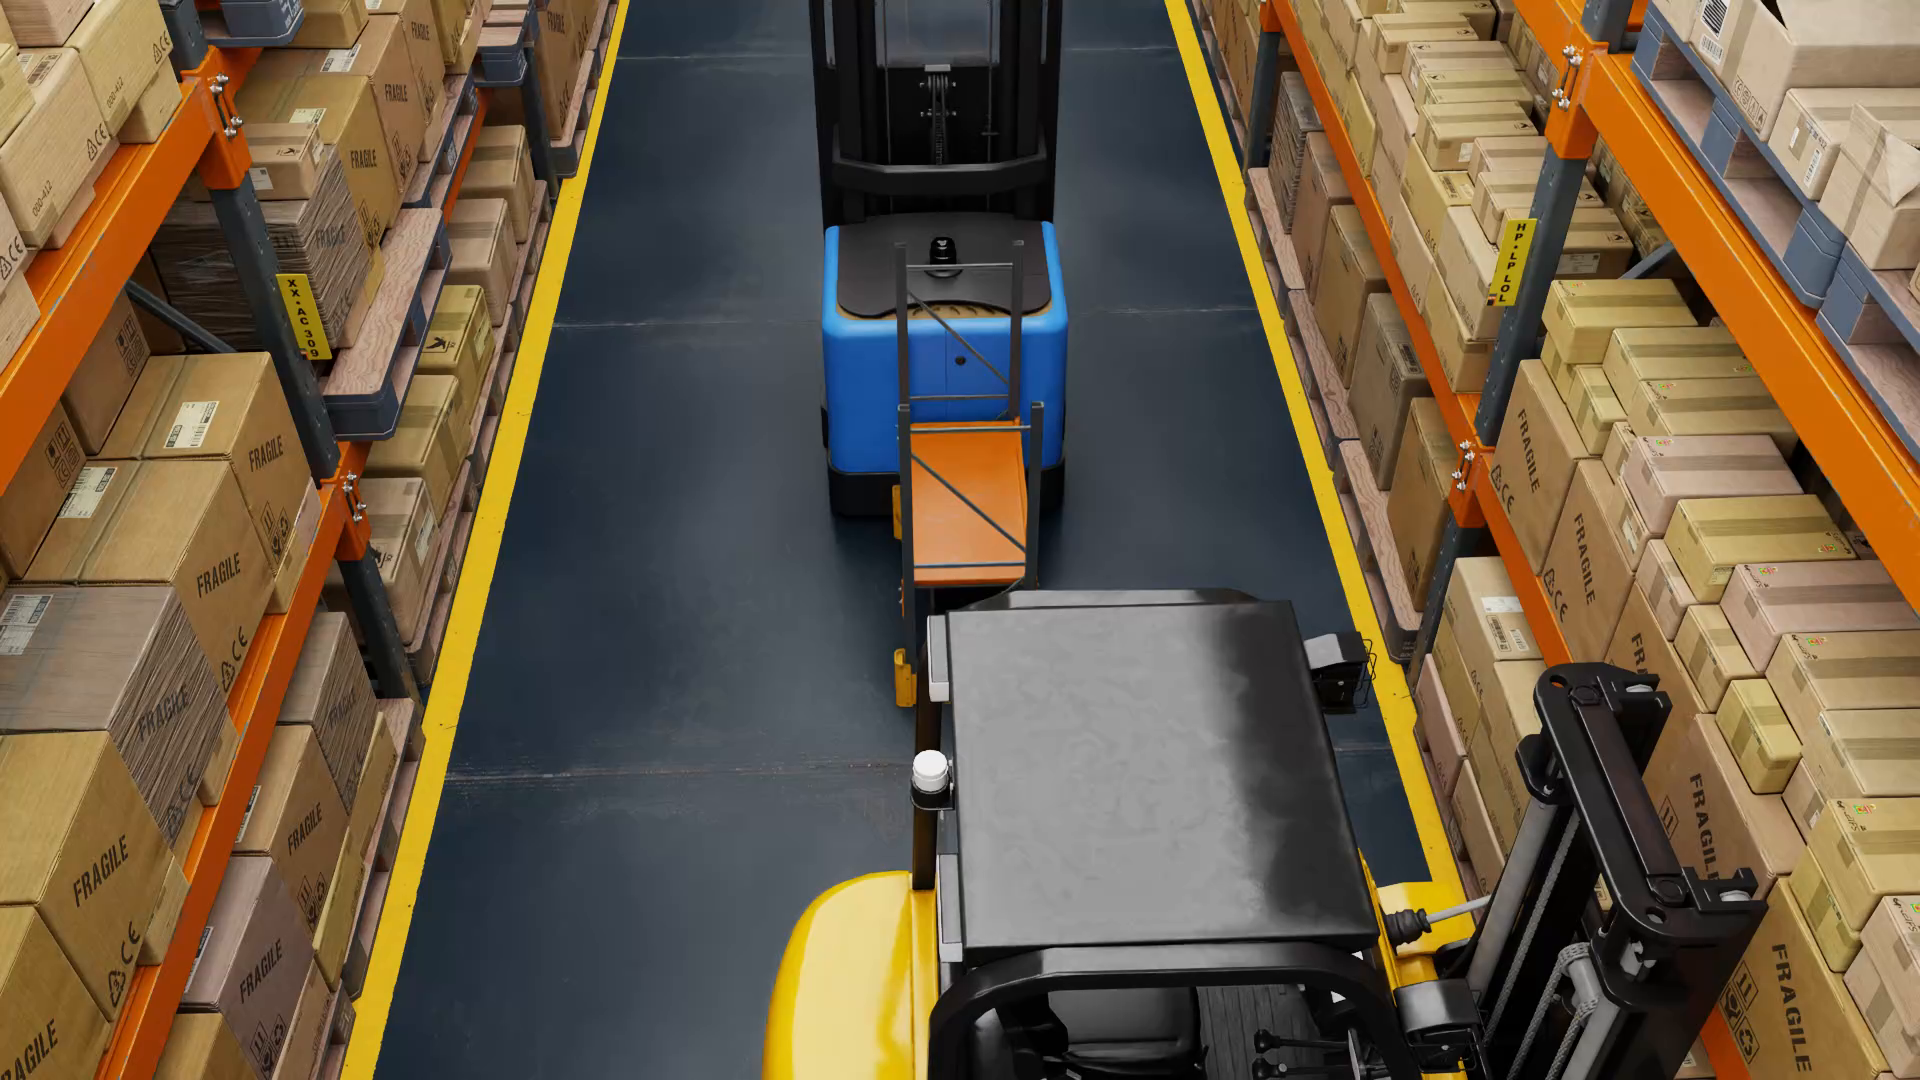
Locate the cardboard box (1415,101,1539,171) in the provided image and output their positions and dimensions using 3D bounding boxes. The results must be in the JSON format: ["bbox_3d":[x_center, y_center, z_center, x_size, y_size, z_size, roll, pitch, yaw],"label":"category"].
[{"bbox_3d":[1.952,-1.530,6.295,0.380,0.149,0.250,-3,43,-3],"label":"cardboard box"}]

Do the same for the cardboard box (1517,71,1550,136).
[{"bbox_3d":[2.532,-1.681,6.754,0.500,0.250,0.500,-3,43,-3],"label":"cardboard box"}]

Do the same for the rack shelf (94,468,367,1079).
[{"bbox_3d":[-2.555,1.245,4.354,1.077,0.370,4.000,-2,43,-2],"label":"rack shelf"}]

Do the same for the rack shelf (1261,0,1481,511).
[{"bbox_3d":[2.234,-1.600,7.458,1.077,0.370,4.000,-2,43,-2],"label":"rack shelf"}]

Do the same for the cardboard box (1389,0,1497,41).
[{"bbox_3d":[2.042,-2.224,7.052,0.380,0.149,0.250,-2,43,-2],"label":"cardboard box"}]

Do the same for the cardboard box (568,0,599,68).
[{"bbox_3d":[-2.790,-3.513,10.274,0.875,0.875,0.875,-1,43,-1],"label":"cardboard box"}]

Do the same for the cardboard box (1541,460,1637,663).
[{"bbox_3d":[2.116,0.106,4.990,0.500,0.500,0.500,-1,43,-1],"label":"cardboard box"}]

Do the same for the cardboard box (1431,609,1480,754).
[{"bbox_3d":[2.031,0.494,5.994,0.500,0.250,0.500,-2,43,-2],"label":"cardboard box"}]

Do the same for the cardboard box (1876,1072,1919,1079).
[{"bbox_3d":[2.193,1.473,3.499,0.500,0.500,0.500,0,43,0],"label":"cardboard box"}]

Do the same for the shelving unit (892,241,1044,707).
[{"bbox_3d":[0.017,-0.254,6.567,0.587,1.500,1.083,-1,43,-2],"label":"shelving unit"}]

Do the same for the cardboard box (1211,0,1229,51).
[{"bbox_3d":[1.881,-3.420,10.450,0.500,0.500,0.500,0,43,0],"label":"cardboard box"}]

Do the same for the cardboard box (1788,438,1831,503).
[{"bbox_3d":[2.638,-0.235,4.882,0.380,0.149,0.250,-1,43,-1],"label":"cardboard box"}]

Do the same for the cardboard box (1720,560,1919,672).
[{"bbox_3d":[2.170,0.190,4.198,0.380,0.149,0.250,-2,43,-2],"label":"cardboard box"}]

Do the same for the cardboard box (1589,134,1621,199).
[{"bbox_3d":[2.550,-1.386,6.138,0.380,0.149,0.250,-2,43,-2],"label":"cardboard box"}]

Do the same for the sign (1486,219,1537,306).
[{"bbox_3d":[1.777,-0.891,5.353,0.100,0.325,0.005,-2,43,-2],"label":"sign"}]

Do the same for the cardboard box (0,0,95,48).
[{"bbox_3d":[-2.321,-1.297,3.970,0.380,0.149,0.250,-3,43,-3],"label":"cardboard box"}]

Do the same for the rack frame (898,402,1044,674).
[{"bbox_3d":[0.037,0.095,6.186,0.500,1.500,0.032,-1,43,-2],"label":"rack frame"}]

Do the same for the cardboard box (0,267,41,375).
[{"bbox_3d":[-2.292,-0.484,3.674,0.380,0.149,0.250,-1,43,-1],"label":"cardboard box"}]

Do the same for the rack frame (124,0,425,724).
[{"bbox_3d":[-2.640,-0.370,5.584,1.000,3.000,0.127,-2,43,-2],"label":"rack frame"}]

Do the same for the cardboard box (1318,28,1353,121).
[{"bbox_3d":[1.969,-2.167,7.655,0.500,0.250,0.500,-3,43,-3],"label":"cardboard box"}]

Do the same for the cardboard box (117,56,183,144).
[{"bbox_3d":[-2.321,-1.179,4.432,0.380,0.149,0.250,-1,43,-2],"label":"cardboard box"}]

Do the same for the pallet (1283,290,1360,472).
[{"bbox_3d":[2.194,-0.809,8.126,1.003,0.211,1.213,-2,43,-2],"label":"pallet"}]

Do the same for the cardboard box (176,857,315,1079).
[{"bbox_3d":[-2.300,1.291,4.940,0.500,0.500,0.500,0,43,0],"label":"cardboard box"}]

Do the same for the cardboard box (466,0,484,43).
[{"bbox_3d":[-2.419,-2.401,7.674,0.380,0.149,0.250,-4,43,-4],"label":"cardboard box"}]

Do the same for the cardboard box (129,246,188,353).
[{"bbox_3d":[-2.889,-0.977,5.641,0.500,0.500,0.500,-2,43,-3],"label":"cardboard box"}]

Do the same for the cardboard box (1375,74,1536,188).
[{"bbox_3d":[1.998,-1.661,6.733,0.500,0.250,0.500,-1,43,-1],"label":"cardboard box"}]

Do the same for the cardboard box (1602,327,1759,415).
[{"bbox_3d":[2.155,-0.504,4.955,0.380,0.149,0.250,-1,43,-1],"label":"cardboard box"}]

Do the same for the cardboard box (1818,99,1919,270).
[{"bbox_3d":[2.079,-0.753,3.496,0.396,0.266,0.258,-3,43,-3],"label":"cardboard box"}]

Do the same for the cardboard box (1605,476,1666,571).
[{"bbox_3d":[2.058,-0.050,4.680,0.380,0.149,0.250,-1,43,-1],"label":"cardboard box"}]

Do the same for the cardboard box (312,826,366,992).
[{"bbox_3d":[-2.314,1.239,5.552,0.500,0.250,0.500,-3,43,-3],"label":"cardboard box"}]

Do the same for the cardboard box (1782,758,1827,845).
[{"bbox_3d":[2.195,0.647,3.920,0.380,0.149,0.250,-2,43,-2],"label":"cardboard box"}]

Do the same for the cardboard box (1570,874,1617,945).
[{"bbox_3d":[2.070,0.991,5.082,0.500,0.250,0.500,0,43,0],"label":"cardboard box"}]

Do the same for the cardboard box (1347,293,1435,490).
[{"bbox_3d":[2.261,-0.671,7.358,0.875,0.625,0.625,-2,43,-2],"label":"cardboard box"}]

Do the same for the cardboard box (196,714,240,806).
[{"bbox_3d":[-2.275,0.616,4.693,0.380,0.149,0.250,-2,43,-2],"label":"cardboard box"}]

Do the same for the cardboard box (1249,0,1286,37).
[{"bbox_3d":[1.875,-3.014,9.528,0.380,0.149,0.250,-4,43,-4],"label":"cardboard box"}]

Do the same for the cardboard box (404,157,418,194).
[{"bbox_3d":[-2.416,-1.515,6.707,0.380,0.149,0.250,-1,43,-1],"label":"cardboard box"}]

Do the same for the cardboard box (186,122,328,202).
[{"bbox_3d":[-2.306,-1.239,5.446,0.380,0.149,0.250,-2,43,-2],"label":"cardboard box"}]

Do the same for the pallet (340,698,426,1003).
[{"bbox_3d":[-2.576,1.110,6.033,1.003,0.211,1.213,-2,43,-2],"label":"pallet"}]

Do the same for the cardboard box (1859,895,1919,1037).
[{"bbox_3d":[2.125,0.879,3.446,0.380,0.149,0.250,-1,43,-1],"label":"cardboard box"}]

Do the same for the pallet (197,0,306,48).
[{"bbox_3d":[-2.560,-1.827,5.092,1.213,0.211,1.003,-2,43,-2],"label":"pallet"}]

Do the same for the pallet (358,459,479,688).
[{"bbox_3d":[-2.674,0.132,7.100,1.003,0.211,1.213,-2,43,-2],"label":"pallet"}]

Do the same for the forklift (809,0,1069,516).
[{"bbox_3d":[-0.114,-2.169,7.597,1.130,2.935,3.031,-1,43,-2],"label":"forklift"}]

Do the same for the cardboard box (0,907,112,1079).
[{"bbox_3d":[-2.261,1.162,3.618,0.500,0.500,0.500,-2,43,-3],"label":"cardboard box"}]

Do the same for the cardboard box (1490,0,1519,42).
[{"bbox_3d":[2.450,-2.242,7.072,0.380,0.149,0.250,-1,43,-1],"label":"cardboard box"}]

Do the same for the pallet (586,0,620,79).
[{"bbox_3d":[-2.817,-3.399,10.952,1.003,0.211,1.213,-2,43,-2],"label":"pallet"}]

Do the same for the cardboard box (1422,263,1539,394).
[{"bbox_3d":[2.036,-0.793,6.156,0.500,0.250,0.500,-1,43,-1],"label":"cardboard box"}]

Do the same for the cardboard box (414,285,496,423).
[{"bbox_3d":[-2.730,-0.865,7.758,0.950,0.372,0.625,0,43,0],"label":"cardboard box"}]

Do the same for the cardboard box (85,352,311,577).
[{"bbox_3d":[-2.372,-0.224,5.130,0.500,0.500,0.500,-3,43,-3],"label":"cardboard box"}]

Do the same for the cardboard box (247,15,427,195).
[{"bbox_3d":[-2.402,-1.669,6.396,0.500,0.500,0.500,-2,43,-2],"label":"cardboard box"}]
